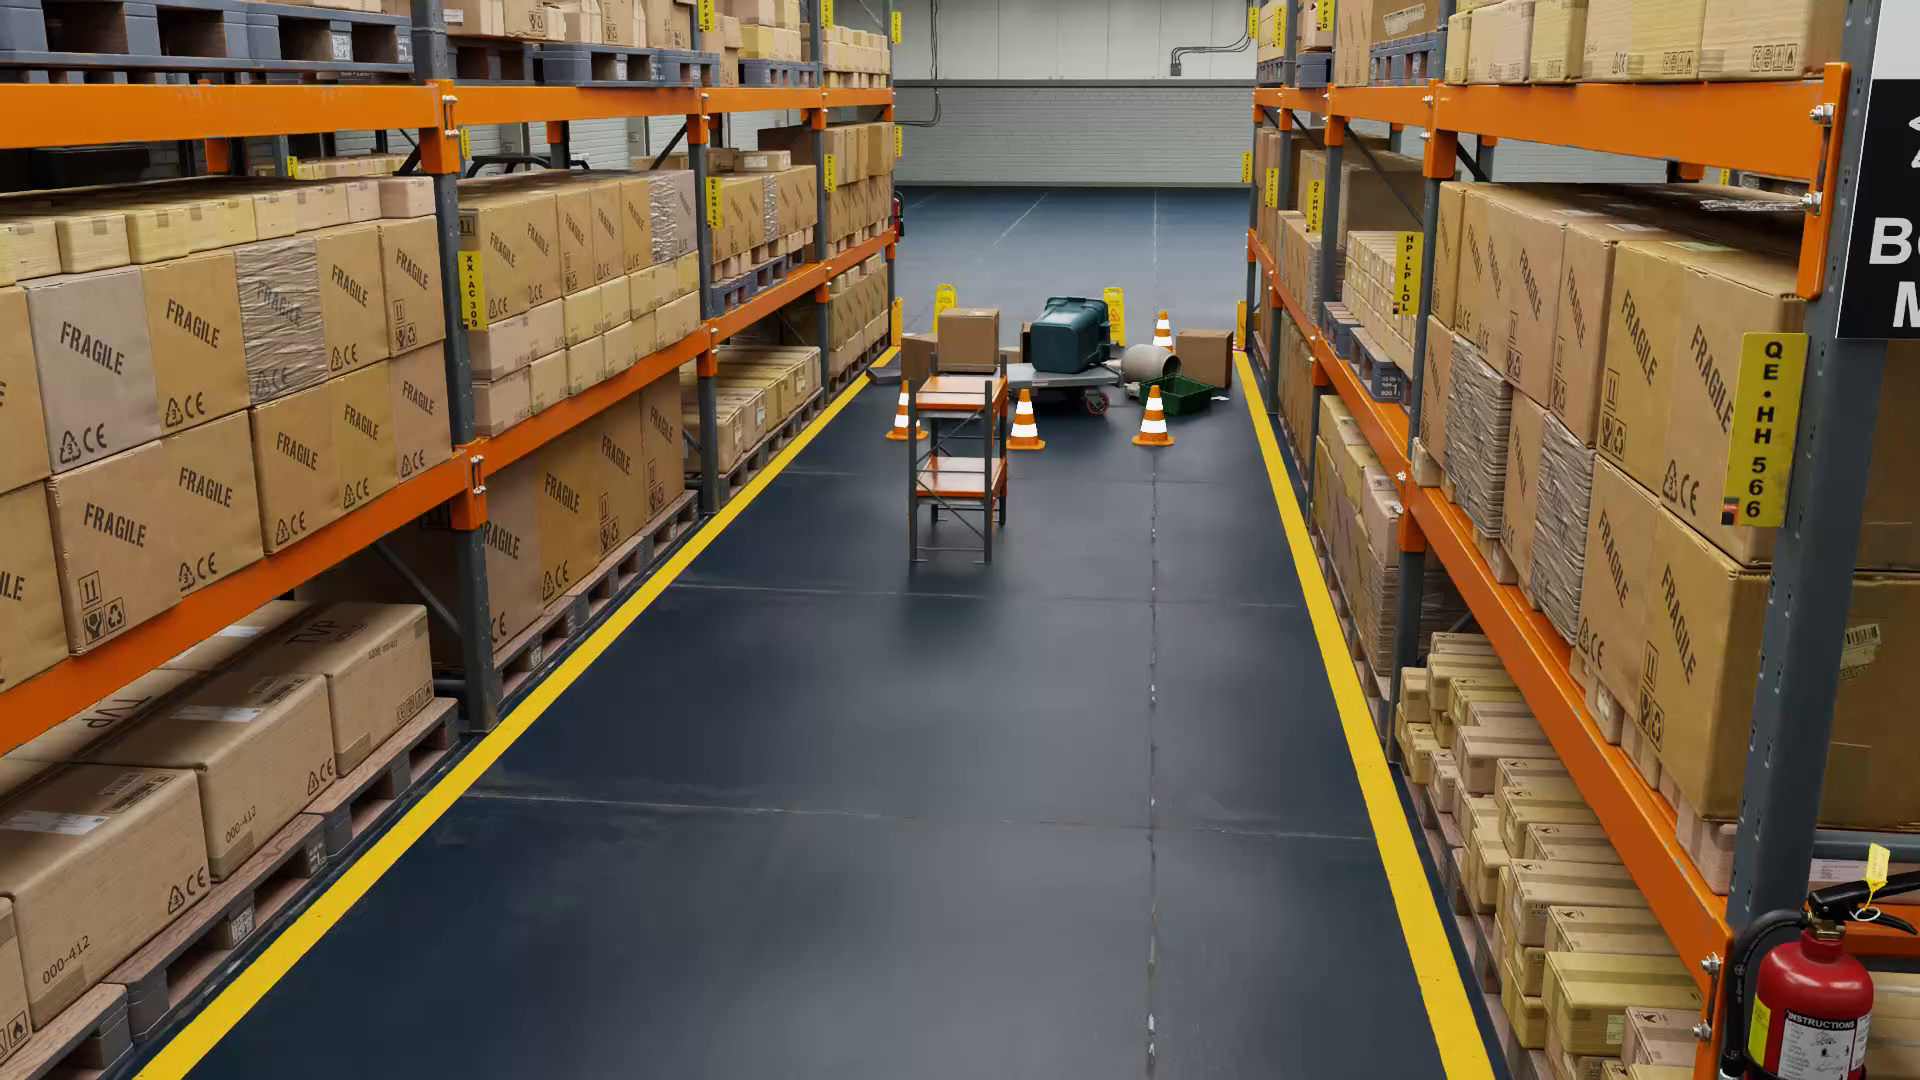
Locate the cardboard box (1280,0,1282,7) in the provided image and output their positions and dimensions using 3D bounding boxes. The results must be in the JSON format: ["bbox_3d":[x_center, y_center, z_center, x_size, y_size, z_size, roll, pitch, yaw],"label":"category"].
[{"bbox_3d":[2.990,-4.692,14.480,0.380,0.149,0.250,2,15,6],"label":"cardboard box"}]

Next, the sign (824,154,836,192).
[{"bbox_3d":[-1.142,-3.223,14.617,0.100,0.325,0.005,2,15,6],"label":"sign"}]

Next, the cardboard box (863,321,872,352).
[{"bbox_3d":[-1.186,-2.105,17.162,0.500,0.250,0.500,1,15,4],"label":"cardboard box"}]

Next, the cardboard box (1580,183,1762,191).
[{"bbox_3d":[2.549,-1.030,6.047,0.500,0.500,0.500,1,15,4],"label":"cardboard box"}]

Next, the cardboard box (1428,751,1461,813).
[{"bbox_3d":[1.967,0.908,6.213,0.380,0.149,0.250,2,15,6],"label":"cardboard box"}]

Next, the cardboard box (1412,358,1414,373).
[{"bbox_3d":[2.210,-0.743,7.339,0.380,0.149,0.250,2,15,7],"label":"cardboard box"}]

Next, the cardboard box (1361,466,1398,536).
[{"bbox_3d":[2.238,-0.177,8.116,0.500,0.250,0.500,2,15,9],"label":"cardboard box"}]

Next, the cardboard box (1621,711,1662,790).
[{"bbox_3d":[1.717,0.452,3.726,0.380,0.149,0.250,2,15,6],"label":"cardboard box"}]

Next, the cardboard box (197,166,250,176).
[{"bbox_3d":[-6.890,-3.421,15.565,0.380,0.149,0.250,2,15,6],"label":"cardboard box"}]

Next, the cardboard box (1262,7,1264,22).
[{"bbox_3d":[3.276,-5.351,16.917,0.380,0.149,0.250,1,15,5],"label":"cardboard box"}]

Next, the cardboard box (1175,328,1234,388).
[{"bbox_3d":[2.392,-1.787,16.309,0.500,0.500,0.500,4,16,16],"label":"cardboard box"}]

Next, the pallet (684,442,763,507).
[{"bbox_3d":[-2.055,-0.499,12.102,1.003,0.211,1.213,2,15,6],"label":"pallet"}]

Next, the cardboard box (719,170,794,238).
[{"bbox_3d":[-1.636,-2.685,13.280,0.500,0.500,0.500,2,15,8],"label":"cardboard box"}]

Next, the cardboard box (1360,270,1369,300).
[{"bbox_3d":[2.447,-1.423,9.285,0.380,0.149,0.250,2,15,7],"label":"cardboard box"}]

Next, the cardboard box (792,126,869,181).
[{"bbox_3d":[-1.265,-3.723,16.007,0.700,0.500,0.500,1,15,5],"label":"cardboard box"}]

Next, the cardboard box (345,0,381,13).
[{"bbox_3d":[-2.350,-2.064,6.062,0.396,0.266,0.258,2,15,8],"label":"cardboard box"}]

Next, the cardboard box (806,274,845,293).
[{"bbox_3d":[-1.285,-2.406,15.596,0.380,0.149,0.250,2,15,7],"label":"cardboard box"}]

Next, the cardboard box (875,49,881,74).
[{"bbox_3d":[-1.103,-4.965,17.250,0.500,0.250,0.500,1,15,5],"label":"cardboard box"}]

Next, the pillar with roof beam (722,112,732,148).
[{"bbox_3d":[-0.840,-11.146,34.642,9.100,9.000,0.400,2,15,6],"label":"pillar with roof beam"}]

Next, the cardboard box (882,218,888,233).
[{"bbox_3d":[-0.990,-3.423,18.057,0.380,0.149,0.250,2,15,6],"label":"cardboard box"}]

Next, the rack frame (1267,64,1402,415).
[{"bbox_3d":[3.236,-2.560,14.383,1.000,3.000,0.127,2,15,6],"label":"rack frame"}]

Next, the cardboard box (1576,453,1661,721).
[{"bbox_3d":[1.741,0.103,3.773,0.500,0.500,0.500,1,15,5],"label":"cardboard box"}]

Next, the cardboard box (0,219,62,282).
[{"bbox_3d":[-2.641,-0.768,4.405,0.380,0.149,0.250,2,15,7],"label":"cardboard box"}]

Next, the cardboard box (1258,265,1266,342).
[{"bbox_3d":[3.677,-2.597,17.784,0.875,0.875,0.875,2,15,7],"label":"cardboard box"}]

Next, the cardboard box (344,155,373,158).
[{"bbox_3d":[-6.546,-4.087,18.025,0.380,0.149,0.250,2,15,7],"label":"cardboard box"}]

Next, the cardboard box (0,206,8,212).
[{"bbox_3d":[-3.068,-0.910,4.932,0.380,0.149,0.250,2,15,8],"label":"cardboard box"}]

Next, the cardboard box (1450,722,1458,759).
[{"bbox_3d":[2.044,0.762,6.185,0.380,0.149,0.250,2,15,6],"label":"cardboard box"}]

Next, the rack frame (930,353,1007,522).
[{"bbox_3d":[0.057,-0.673,10.996,0.500,1.125,0.032,2,15,6],"label":"rack frame"}]

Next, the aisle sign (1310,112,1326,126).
[{"bbox_3d":[3.994,-4.862,17.915,0.394,0.787,0.004,2,15,6],"label":"aisle sign"}]

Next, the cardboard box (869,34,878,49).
[{"bbox_3d":[-1.065,-5.200,17.352,0.380,0.149,0.250,2,15,6],"label":"cardboard box"}]

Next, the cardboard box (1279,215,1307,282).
[{"bbox_3d":[2.853,-2.349,13.410,0.500,0.500,0.500,2,15,7],"label":"cardboard box"}]

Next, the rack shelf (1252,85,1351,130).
[{"bbox_3d":[3.462,-4.179,16.003,1.077,0.370,4.000,2,15,6],"label":"rack shelf"}]

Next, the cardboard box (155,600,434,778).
[{"bbox_3d":[-2.774,0.589,6.841,0.875,0.438,0.875,1,15,5],"label":"cardboard box"}]

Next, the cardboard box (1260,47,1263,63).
[{"bbox_3d":[3.274,-4.965,17.014,0.380,0.149,0.250,2,15,6],"label":"cardboard box"}]

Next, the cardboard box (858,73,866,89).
[{"bbox_3d":[-1.133,-4.543,16.452,0.380,0.149,0.250,2,15,6],"label":"cardboard box"}]

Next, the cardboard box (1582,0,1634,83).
[{"bbox_3d":[1.790,-1.210,3.930,0.500,0.250,0.500,2,15,9],"label":"cardboard box"}]

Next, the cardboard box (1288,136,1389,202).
[{"bbox_3d":[3.312,-3.248,14.572,0.875,0.550,0.550,2,15,6],"label":"cardboard box"}]

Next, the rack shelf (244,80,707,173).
[{"bbox_3d":[-2.371,-2.224,8.772,1.077,0.370,4.000,2,15,6],"label":"rack shelf"}]

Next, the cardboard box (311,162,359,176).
[{"bbox_3d":[-6.202,-3.672,16.493,0.380,0.149,0.250,1,15,5],"label":"cardboard box"}]

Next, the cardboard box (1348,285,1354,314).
[{"bbox_3d":[2.504,-1.424,9.859,0.380,0.149,0.250,2,15,9],"label":"cardboard box"}]

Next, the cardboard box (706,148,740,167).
[{"bbox_3d":[-2.098,-3.276,14.221,0.380,0.149,0.250,2,15,6],"label":"cardboard box"}]

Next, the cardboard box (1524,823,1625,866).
[{"bbox_3d":[1.886,0.958,4.891,0.380,0.149,0.250,1,15,4],"label":"cardboard box"}]

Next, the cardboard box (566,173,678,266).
[{"bbox_3d":[-1.993,-1.898,9.827,0.500,0.500,0.500,2,15,7],"label":"cardboard box"}]

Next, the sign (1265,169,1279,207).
[{"bbox_3d":[2.685,-3.032,14.318,0.100,0.325,0.005,2,15,6],"label":"sign"}]

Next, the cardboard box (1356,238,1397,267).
[{"bbox_3d":[2.481,-1.644,9.531,0.380,0.149,0.250,2,15,6],"label":"cardboard box"}]

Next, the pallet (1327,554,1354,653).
[{"bbox_3d":[2.555,0.342,8.994,1.003,0.211,1.213,2,15,6],"label":"pallet"}]

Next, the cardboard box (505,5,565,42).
[{"bbox_3d":[-2.106,-2.460,7.911,0.380,0.166,0.250,1,15,2],"label":"cardboard box"}]

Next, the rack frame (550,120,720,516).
[{"bbox_3d":[-2.145,-1.642,10.988,1.000,3.000,0.127,2,15,6],"label":"rack frame"}]

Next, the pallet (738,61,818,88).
[{"bbox_3d":[-1.869,-3.880,13.877,1.213,0.211,1.003,2,15,6],"label":"pallet"}]

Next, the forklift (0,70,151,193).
[{"bbox_3d":[-4.898,-1.003,8.757,1.130,2.935,3.031,2,15,6],"label":"forklift"}]

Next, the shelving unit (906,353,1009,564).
[{"bbox_3d":[-0.001,-0.541,10.509,0.538,1.125,1.048,2,15,6],"label":"shelving unit"}]

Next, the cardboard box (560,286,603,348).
[{"bbox_3d":[-2.152,-1.146,8.481,0.500,0.250,0.500,2,15,7],"label":"cardboard box"}]

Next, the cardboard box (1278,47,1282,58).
[{"bbox_3d":[2.988,-4.307,14.582,0.380,0.149,0.250,2,15,7],"label":"cardboard box"}]

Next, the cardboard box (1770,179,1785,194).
[{"bbox_3d":[8.578,-3.342,16.513,0.875,0.500,0.500,2,15,6],"label":"cardboard box"}]

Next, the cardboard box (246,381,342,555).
[{"bbox_3d":[-2.489,-0.261,5.688,0.500,0.500,0.500,1,15,5],"label":"cardboard box"}]

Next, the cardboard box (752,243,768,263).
[{"bbox_3d":[-1.693,-2.220,12.803,0.380,0.149,0.250,2,15,8],"label":"cardboard box"}]

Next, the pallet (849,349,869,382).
[{"bbox_3d":[-1.518,-1.826,17.010,1.003,0.211,1.213,2,15,6],"label":"pallet"}]

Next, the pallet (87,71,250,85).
[{"bbox_3d":[-6.713,-3.951,14.148,0.805,0.209,1.217,1,15,4],"label":"pallet"}]
